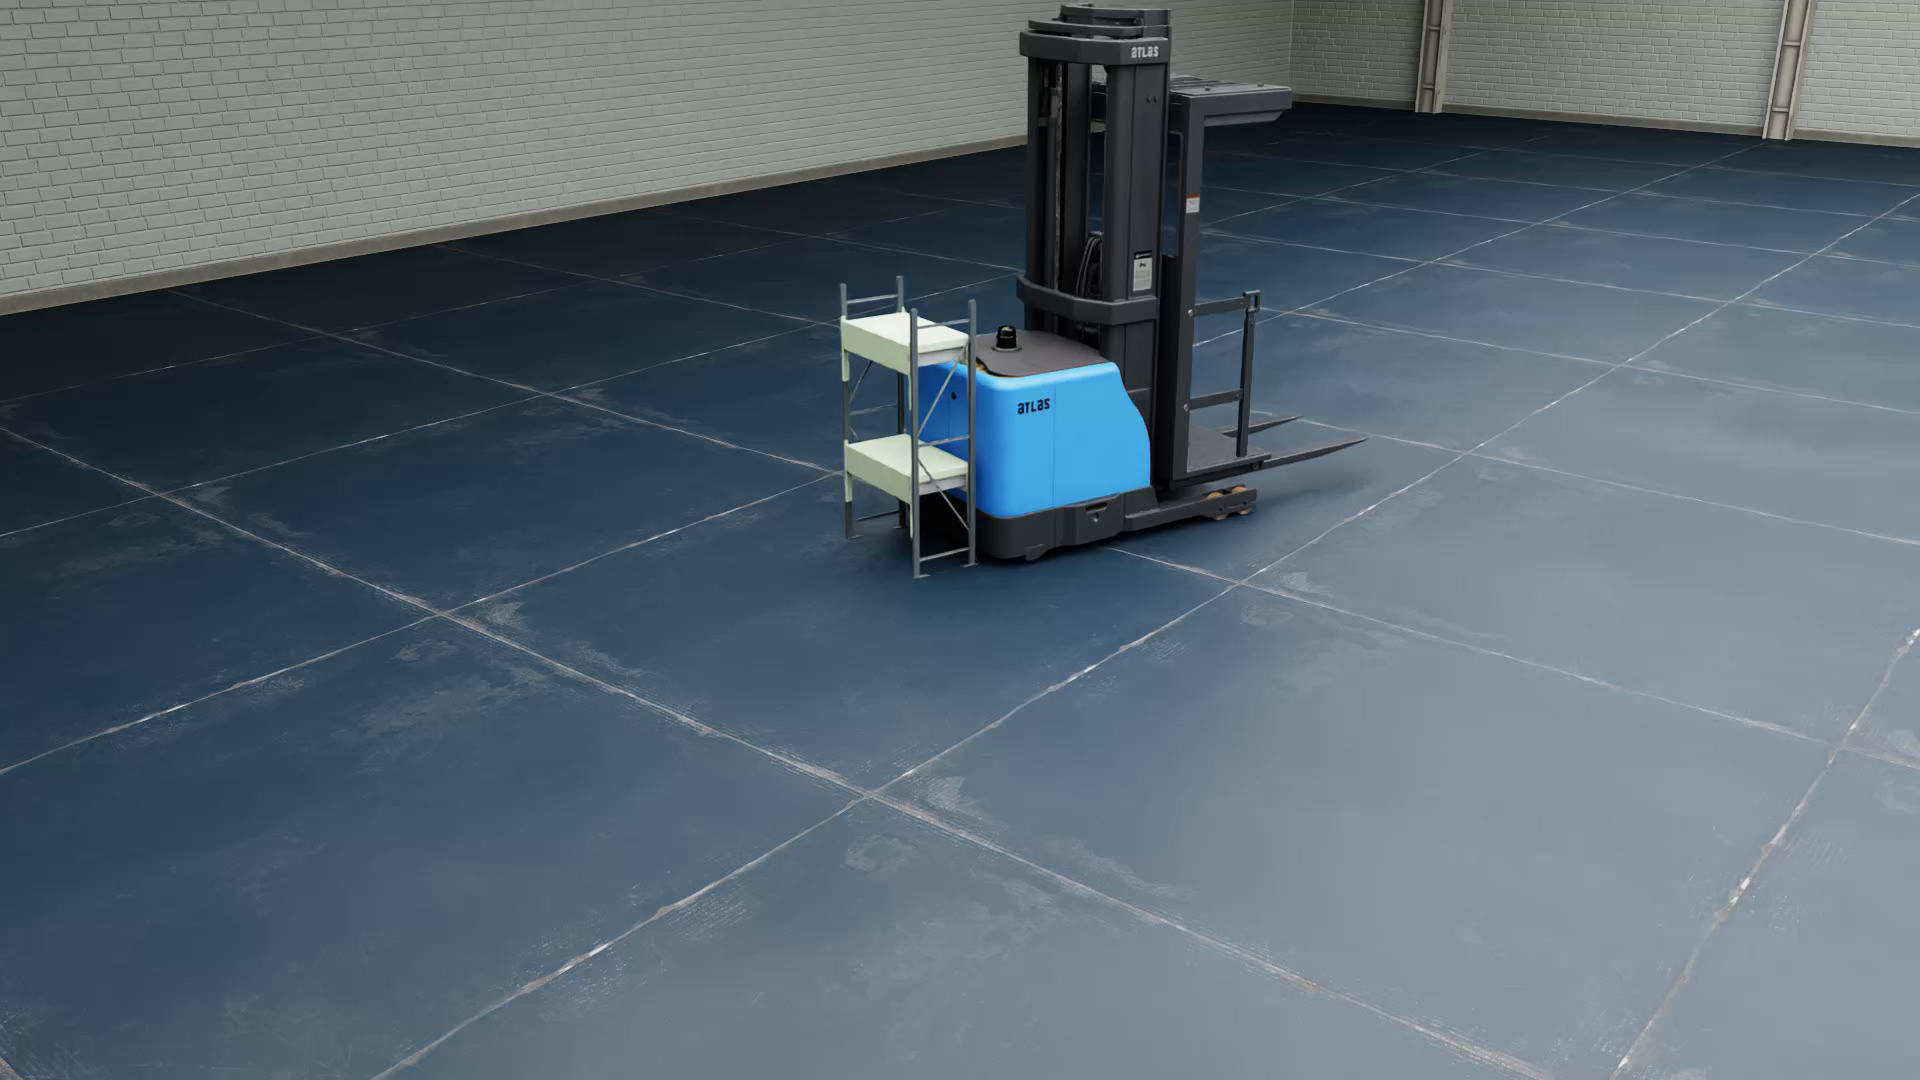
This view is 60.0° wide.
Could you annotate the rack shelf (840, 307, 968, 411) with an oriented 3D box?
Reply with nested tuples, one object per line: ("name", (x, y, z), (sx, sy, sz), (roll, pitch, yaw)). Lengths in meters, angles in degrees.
("rack shelf", (-0.291, -0.999, 9.085), (0.431, 0.370, 0.720), (-13, 24, -31))

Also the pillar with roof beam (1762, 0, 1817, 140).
("pillar with roof beam", (10.501, -9.532, 22.191), (0.400, 9.000, 9.100), (16, 26, 36))

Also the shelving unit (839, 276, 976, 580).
("shelving unit", (-0.291, -0.634, 9.223), (0.431, 1.500, 0.755), (-13, 24, -31))

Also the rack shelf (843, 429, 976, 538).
("rack shelf", (-0.291, -0.329, 9.338), (0.431, 0.370, 0.720), (-13, 24, -31))

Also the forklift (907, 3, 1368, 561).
("forklift", (1.197, -1.631, 9.840), (3.031, 2.935, 1.130), (-13, 24, -31))

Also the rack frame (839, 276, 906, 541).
("rack frame", (-0.493, -0.741, 9.508), (0.400, 1.500, 0.023), (-13, 24, -31))

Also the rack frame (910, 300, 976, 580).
("rack frame", (-0.088, -0.526, 8.938), (0.400, 1.500, 0.023), (-13, 24, -31))

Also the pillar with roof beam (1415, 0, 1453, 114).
("pillar with roof beam", (5.853, -10.870, 25.741), (0.400, 9.000, 9.100), (16, 26, 36))
